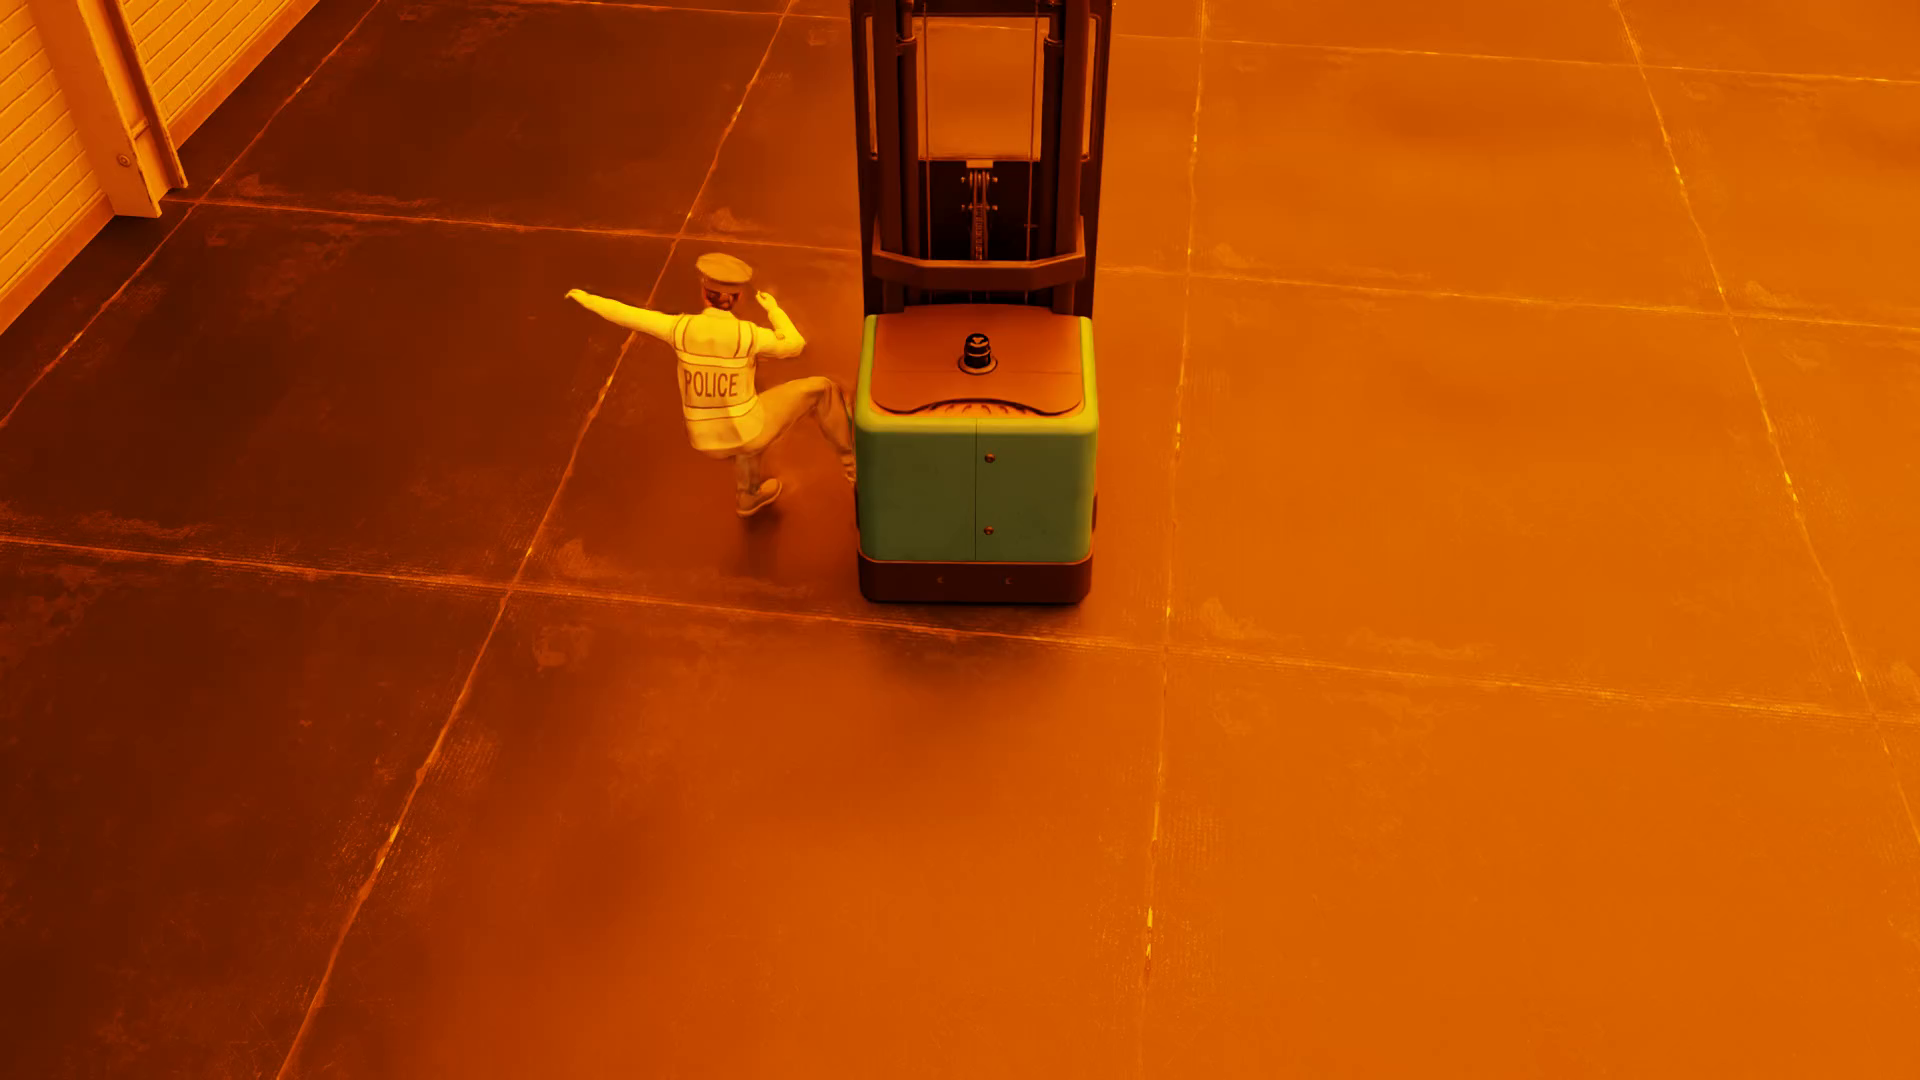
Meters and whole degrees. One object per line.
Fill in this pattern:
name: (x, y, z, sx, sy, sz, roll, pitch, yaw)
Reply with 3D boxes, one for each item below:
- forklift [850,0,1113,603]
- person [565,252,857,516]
forklift: (0.091, -1.772, 7.653, 1.130, 2.935, 3.031, 1, 43, 1)
person: (-1.044, -0.703, 7.586, 1.508, 1.333, 0.754, 5, 43, 5)
